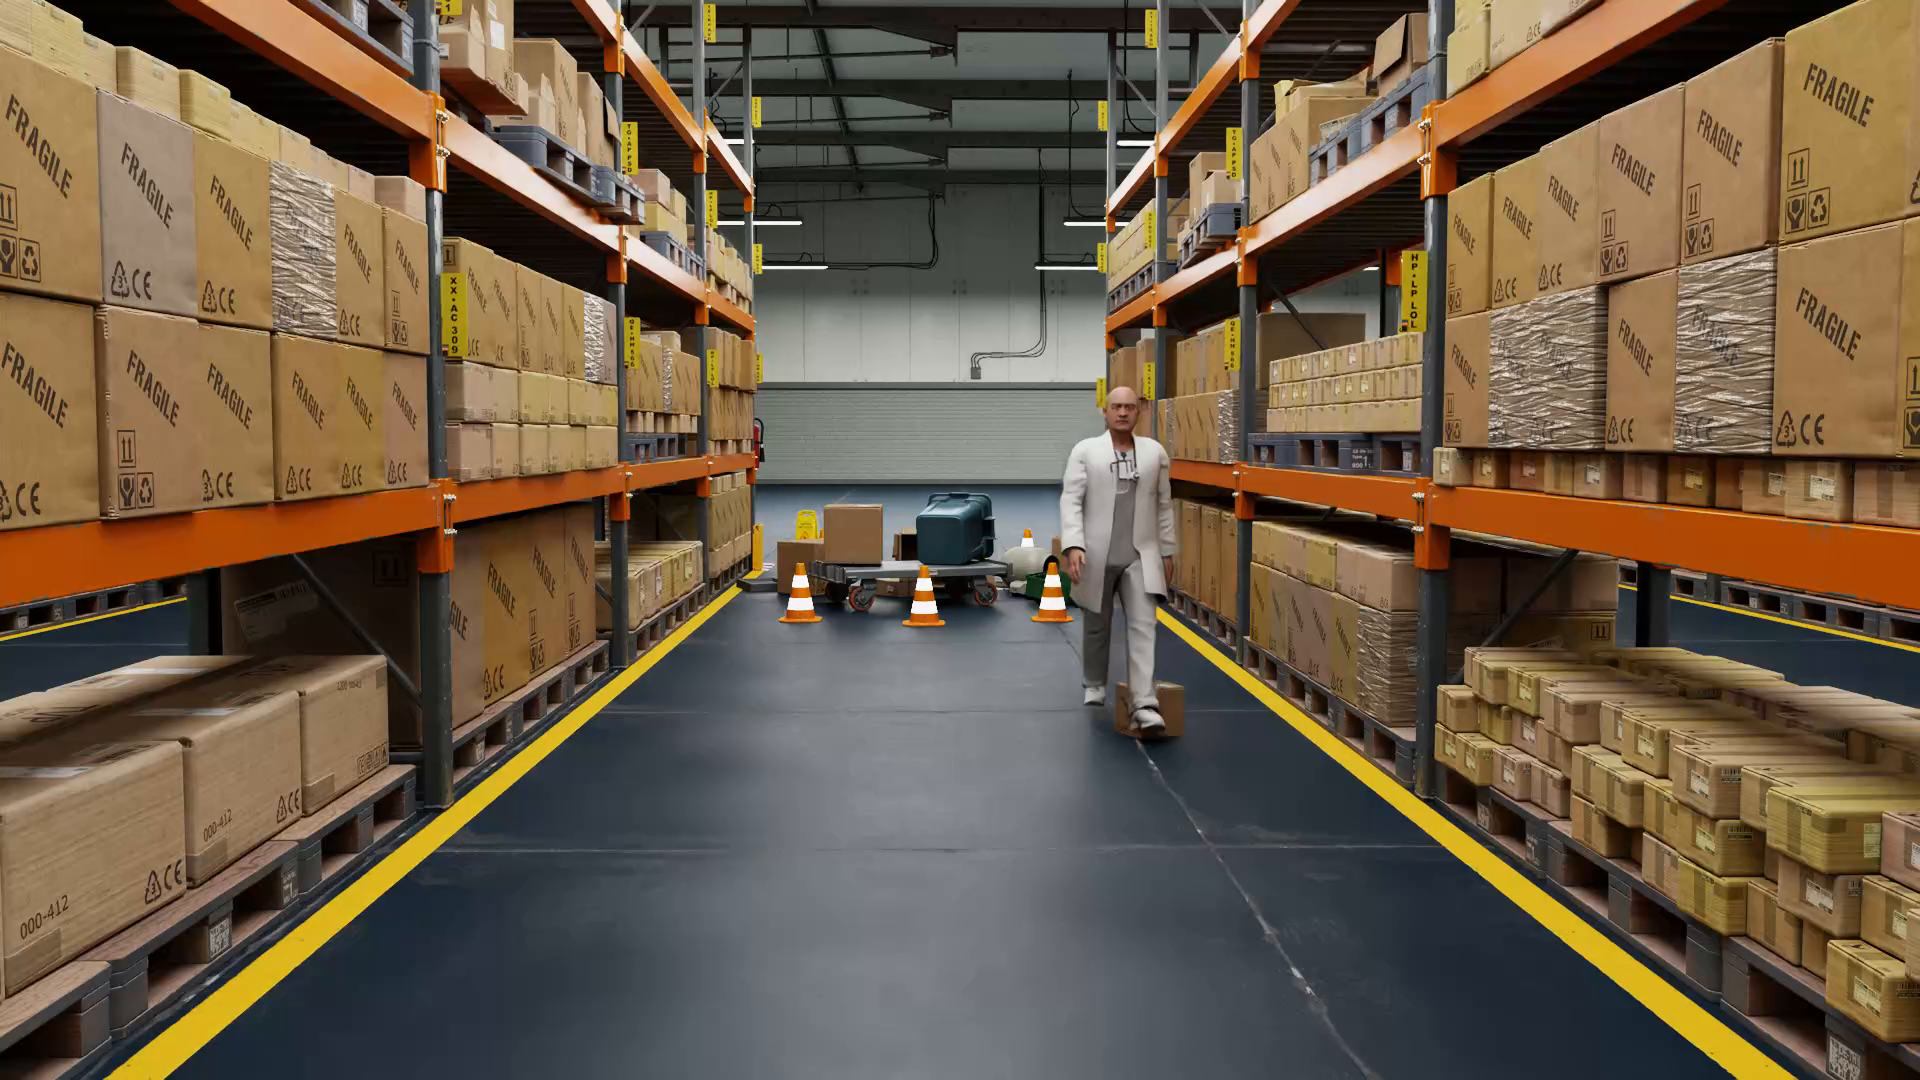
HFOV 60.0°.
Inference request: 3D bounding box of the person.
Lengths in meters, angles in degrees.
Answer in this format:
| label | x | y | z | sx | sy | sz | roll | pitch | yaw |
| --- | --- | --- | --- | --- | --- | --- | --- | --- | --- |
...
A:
| label | x | y | z | sx | sy | sz | roll | pitch | yaw |
| --- | --- | --- | --- | --- | --- | --- | --- | --- | --- |
| person | 0.822 | 0.079 | 8.477 | 0.637 | 1.717 | 1.194 | 0 | 4 | 0 |
